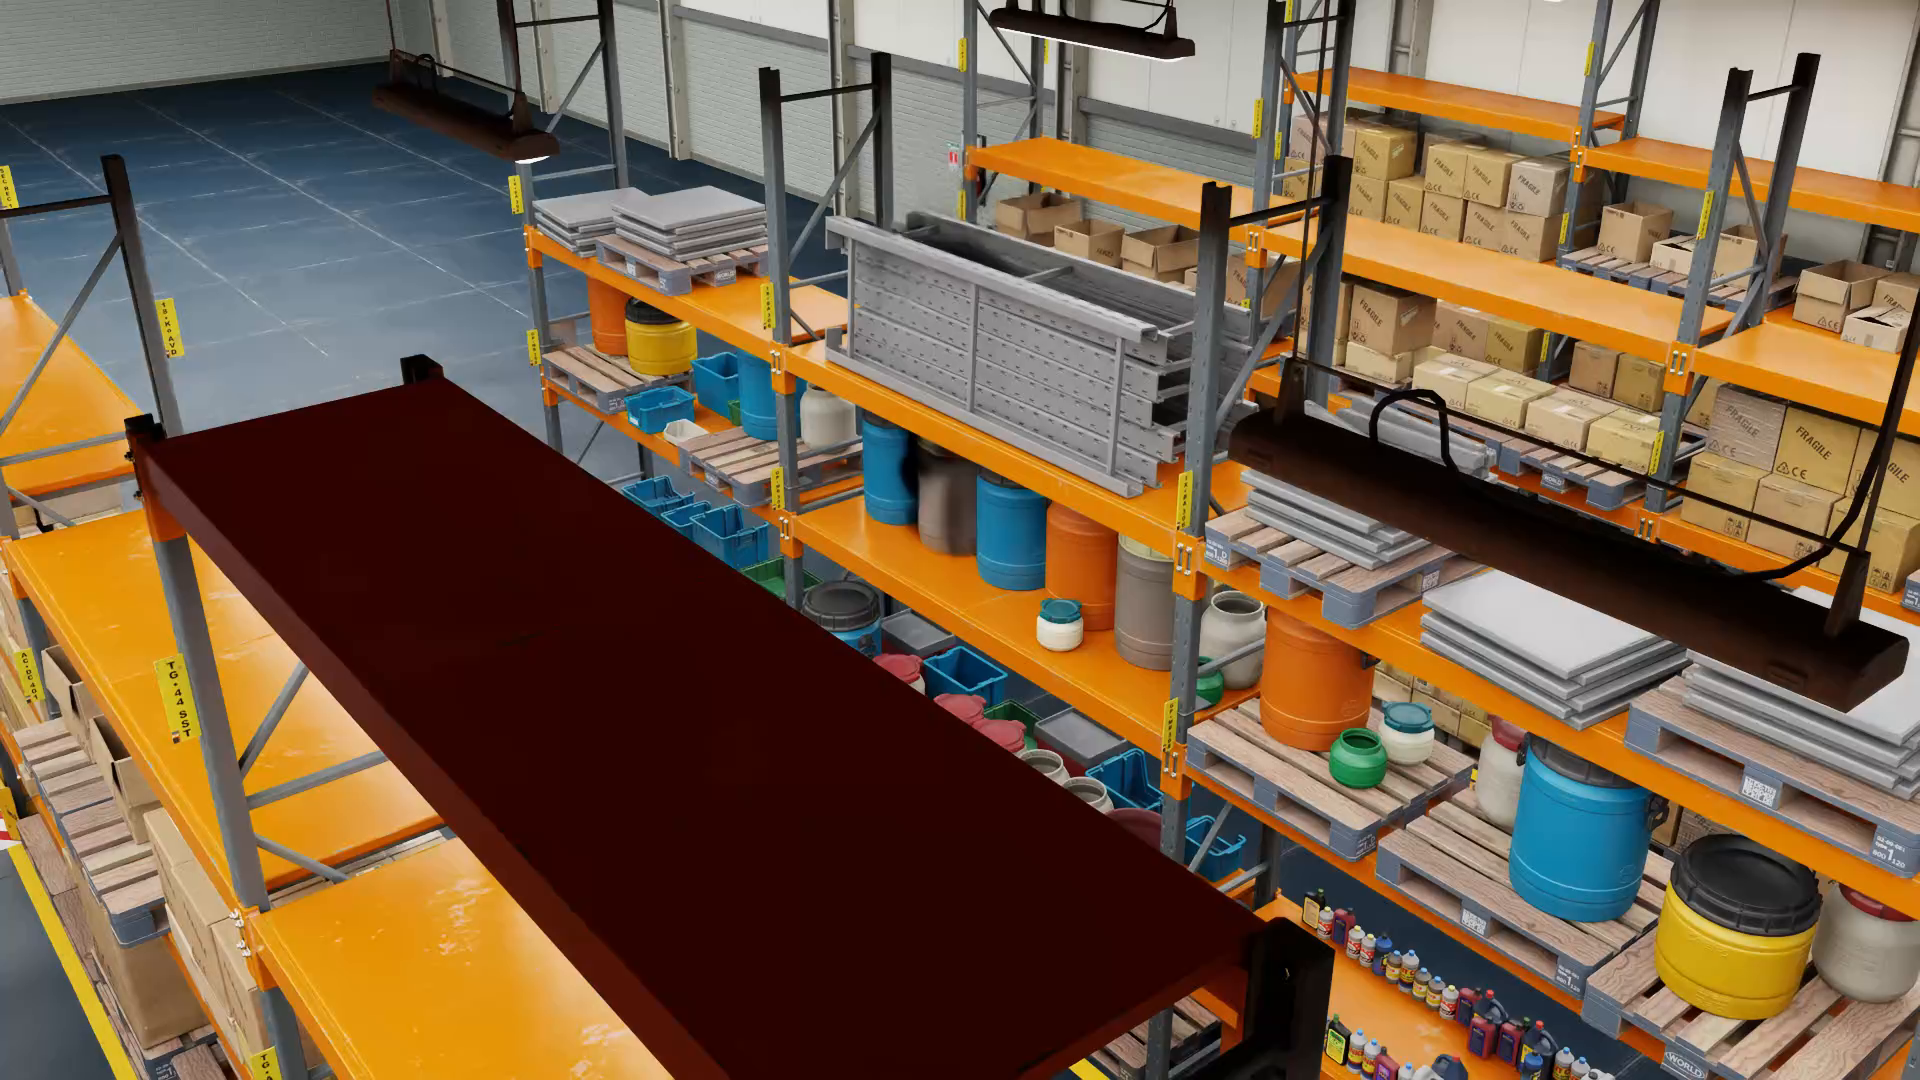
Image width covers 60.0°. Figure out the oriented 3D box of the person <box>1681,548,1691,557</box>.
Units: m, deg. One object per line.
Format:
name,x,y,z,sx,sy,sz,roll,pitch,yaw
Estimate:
person,6.345,0.773,14.699,0.574,1.655,0.969,-22,33,-38
